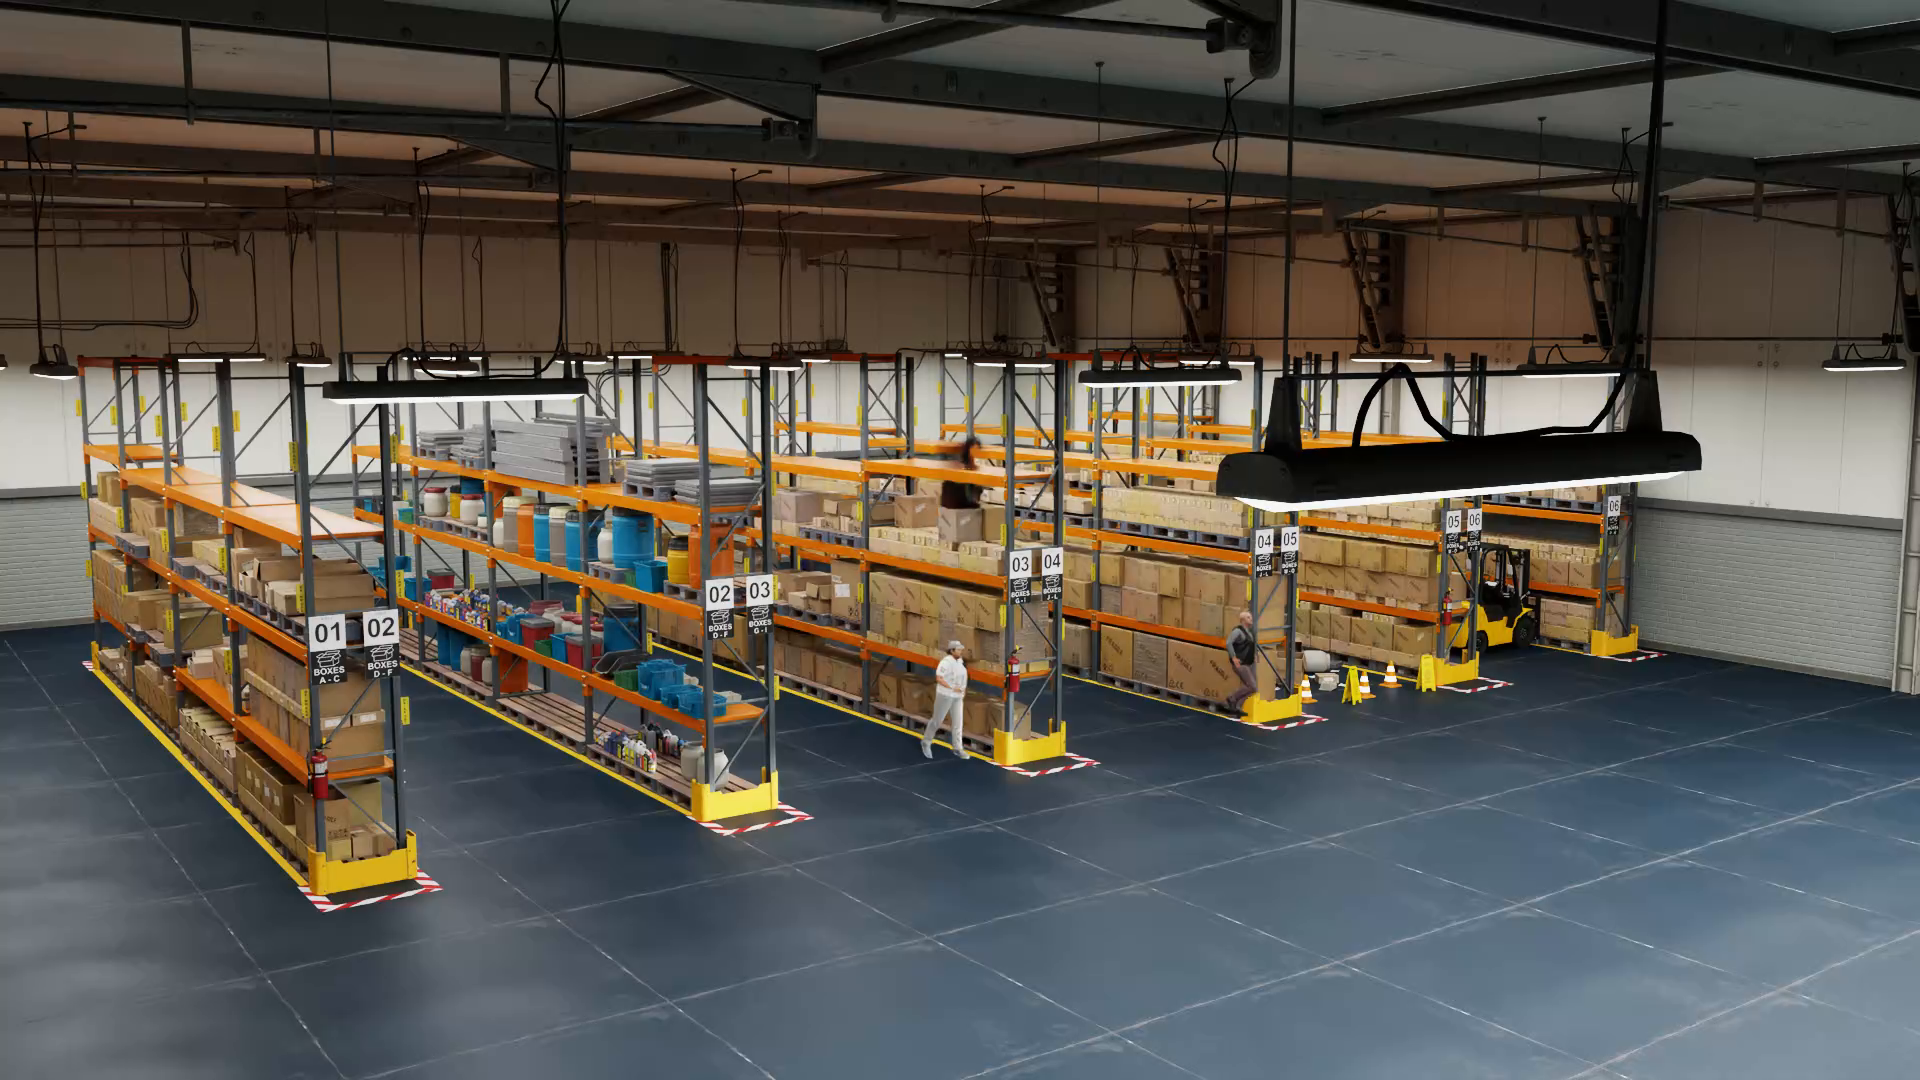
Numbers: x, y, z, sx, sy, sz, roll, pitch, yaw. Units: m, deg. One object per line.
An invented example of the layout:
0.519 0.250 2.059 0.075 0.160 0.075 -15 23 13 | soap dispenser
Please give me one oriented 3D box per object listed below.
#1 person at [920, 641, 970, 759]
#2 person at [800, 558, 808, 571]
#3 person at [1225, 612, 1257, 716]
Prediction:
-0.116 2.316 24.212 0.791 1.720 0.660 5 9 36 | person
-3.908 0.386 42.388 0.588 1.677 0.735 6 9 39 | person
4.551 1.994 26.650 0.506 1.692 0.675 4 8 32 | person
